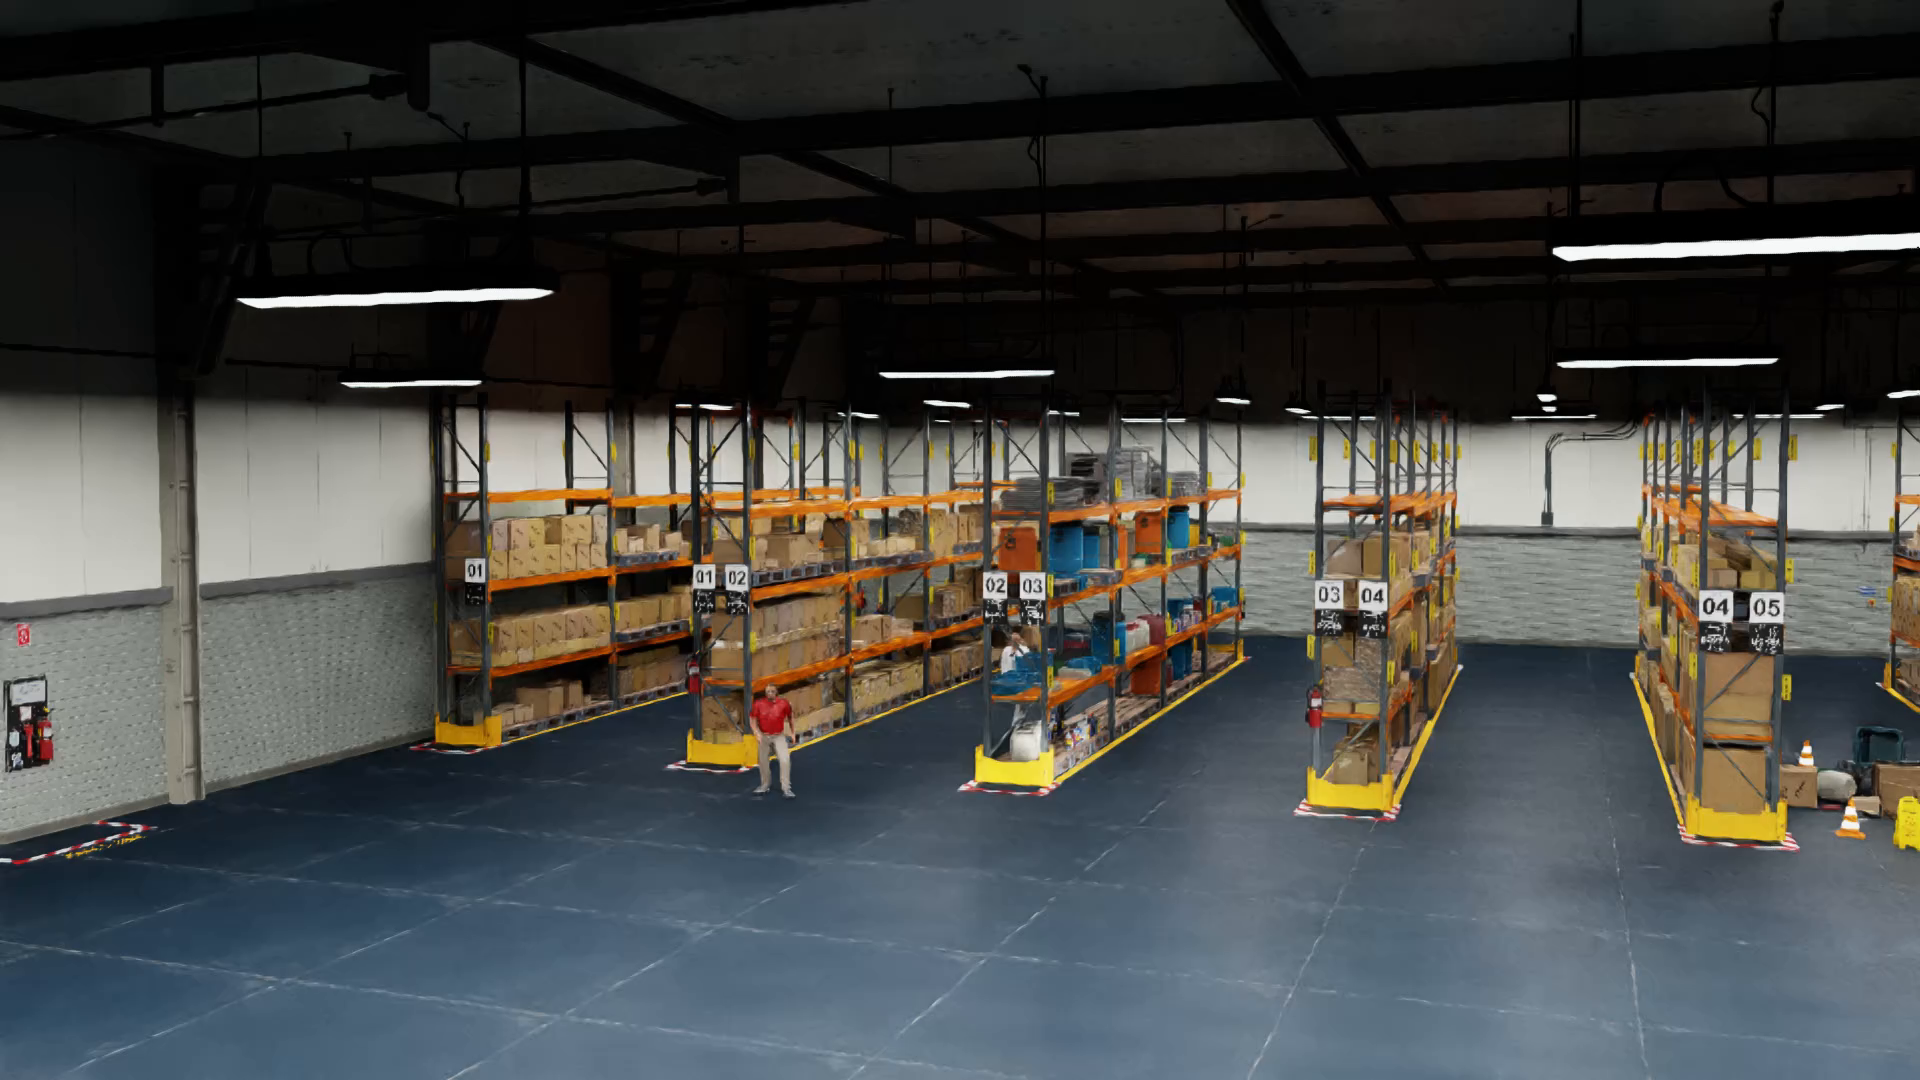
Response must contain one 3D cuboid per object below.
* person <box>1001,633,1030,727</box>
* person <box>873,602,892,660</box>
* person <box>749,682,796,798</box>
[{"bbox_3d":[1.016,2.525,30.223,0.598,1.698,1.193,1,3,22],"label":"person"},{"bbox_3d":[-1.774,2.196,38.029,0.592,1.581,0.518,1,3,18],"label":"person"},{"bbox_3d":[-2.719,2.926,24.136,0.679,1.576,0.768,0,3,-2],"label":"person"}]
